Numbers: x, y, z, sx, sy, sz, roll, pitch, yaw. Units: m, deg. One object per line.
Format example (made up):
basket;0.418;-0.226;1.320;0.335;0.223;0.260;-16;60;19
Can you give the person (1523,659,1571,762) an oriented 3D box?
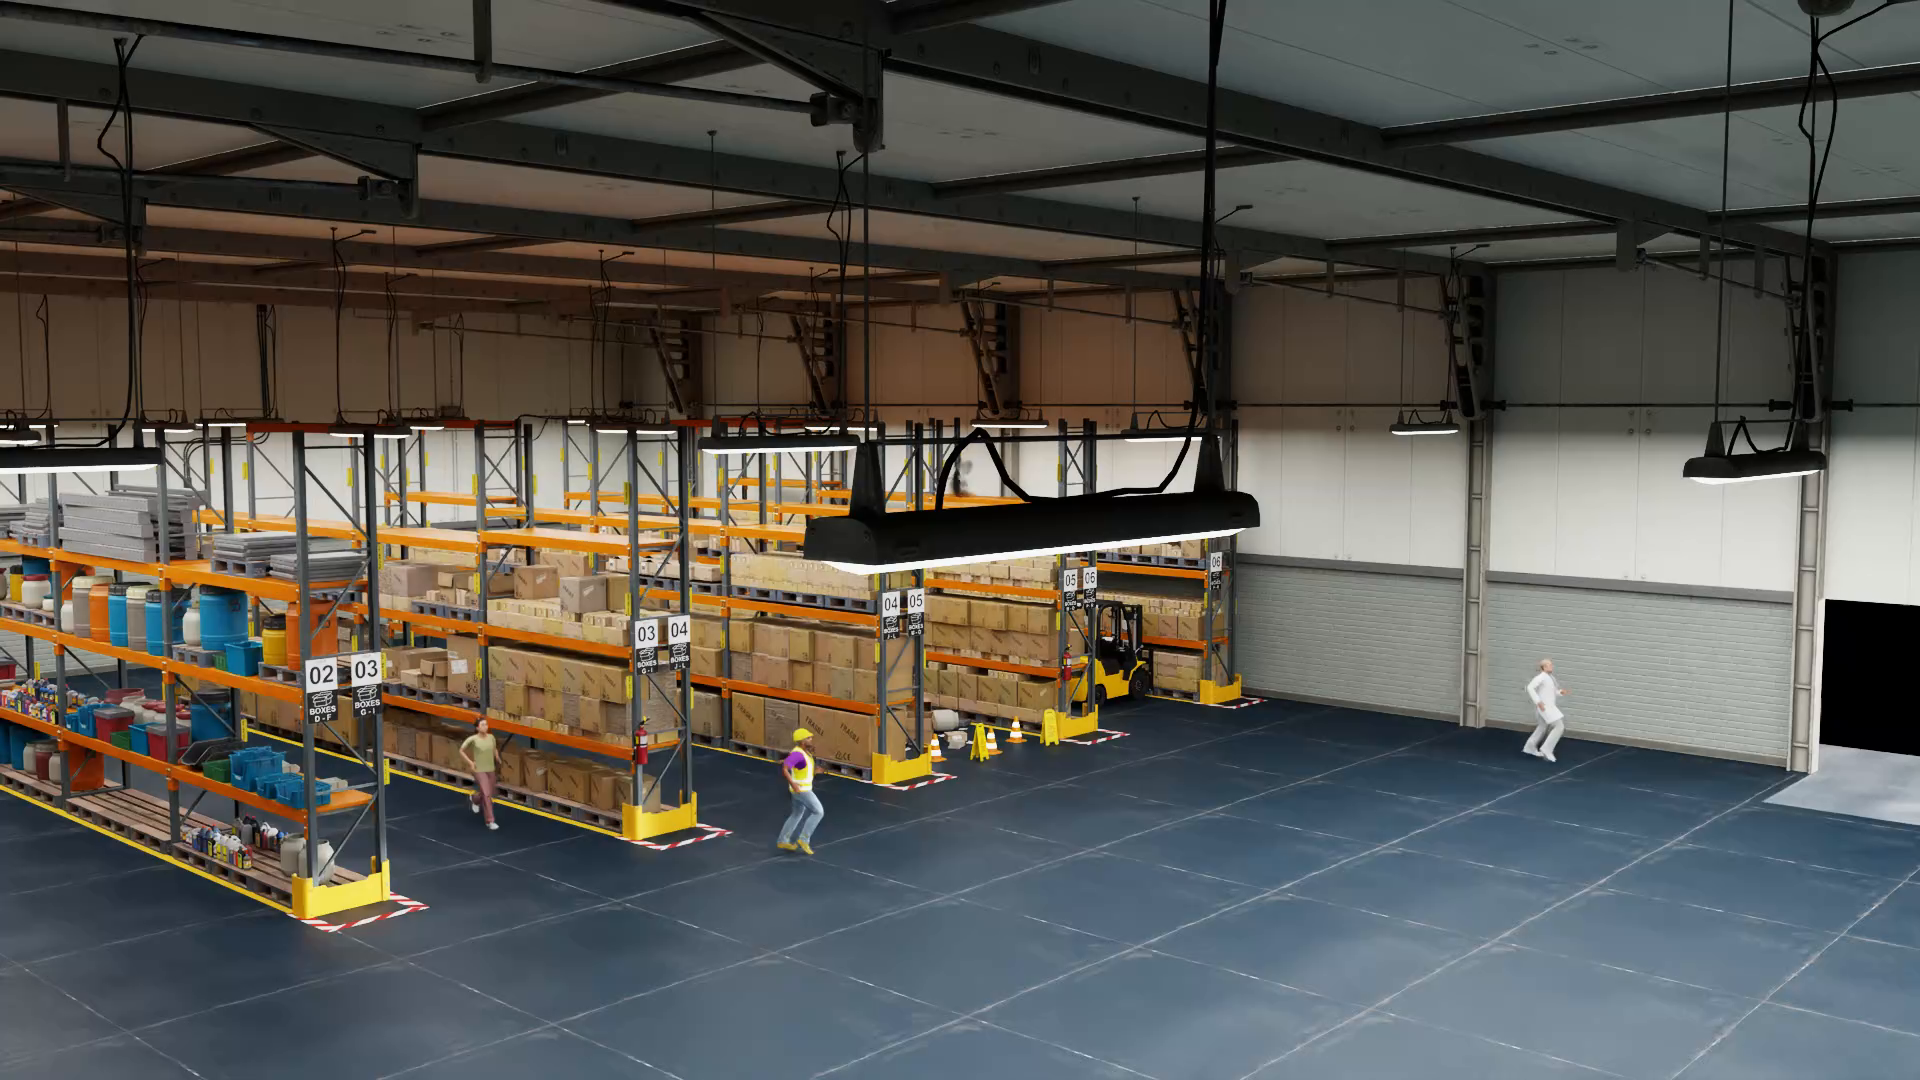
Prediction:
person;10.439;3.034;29.579;0.798;1.823;0.671;2;5;26

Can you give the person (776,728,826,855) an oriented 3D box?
person;-2.235;3.541;23.452;0.718;1.791;0.675;-1;5;-6

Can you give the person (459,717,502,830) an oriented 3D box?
person;-7.192;3.478;24.983;0.818;1.660;0.579;4;6;43
